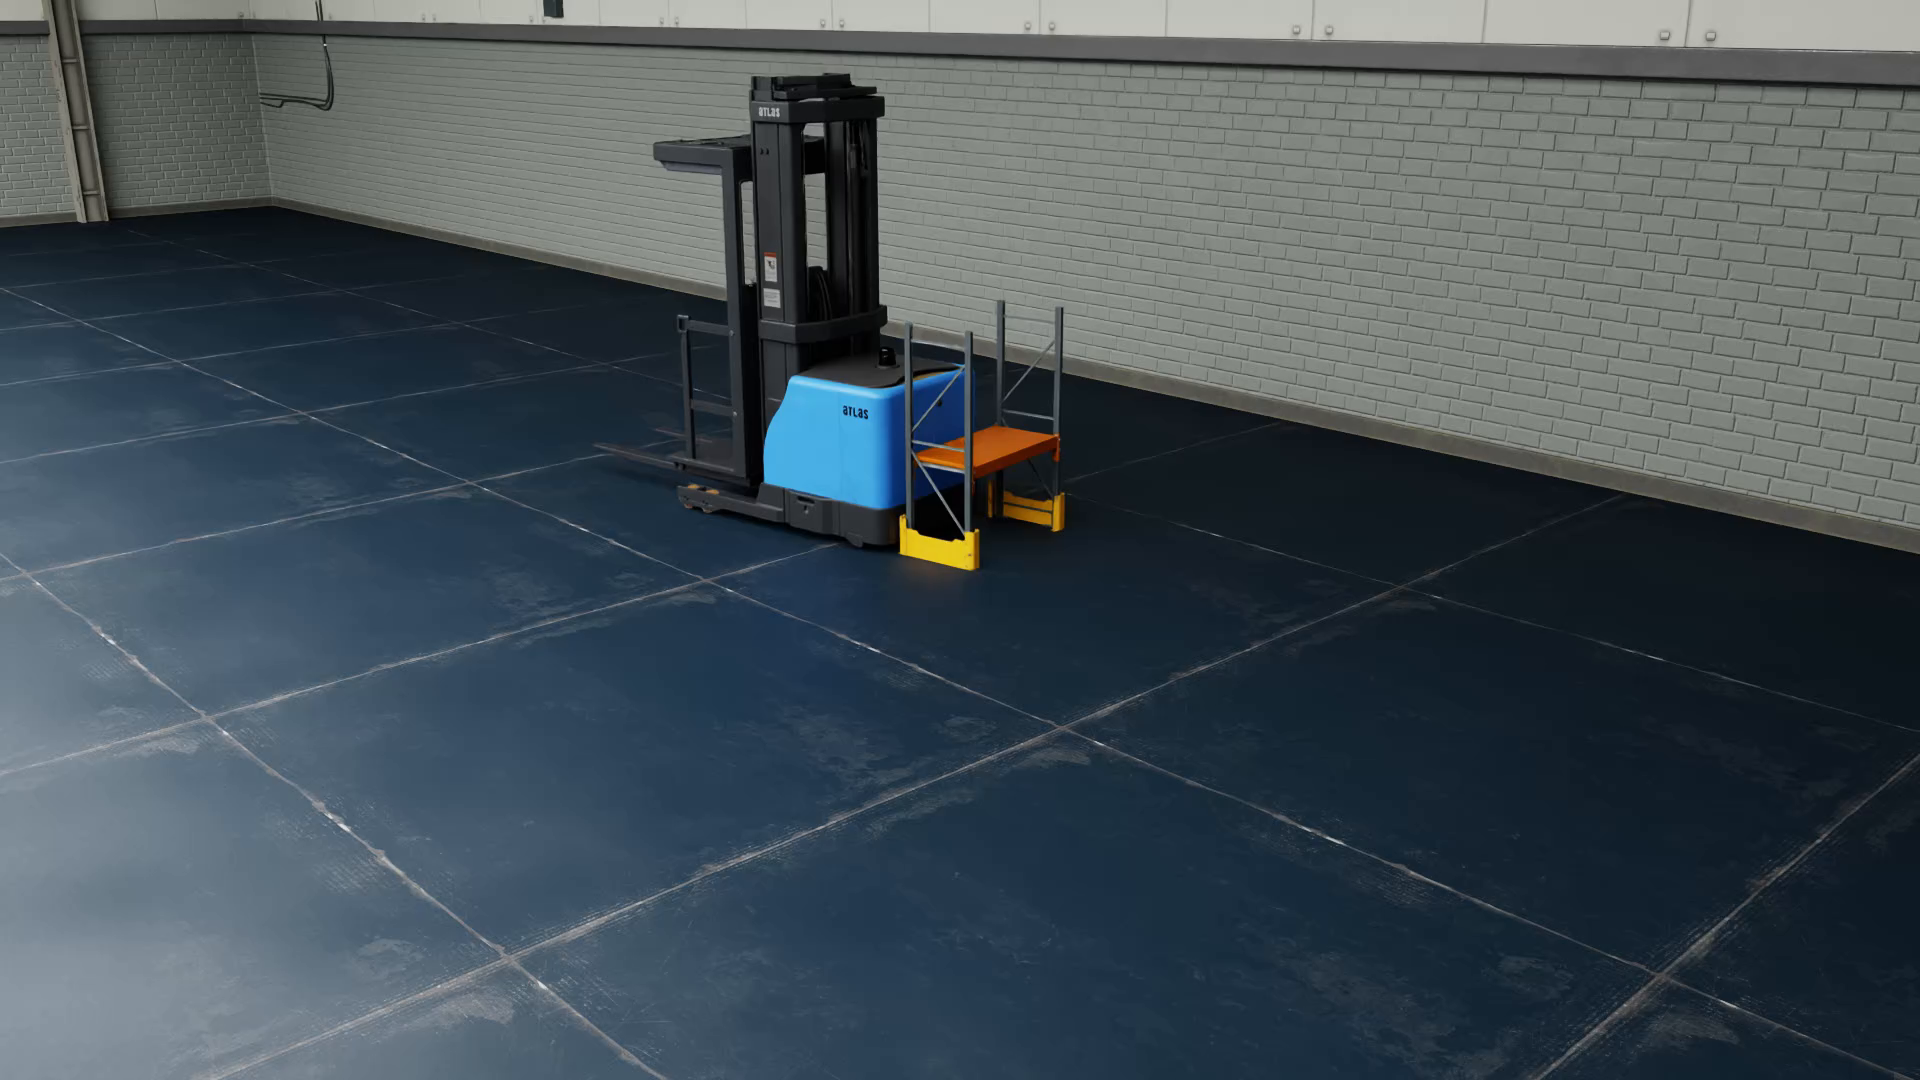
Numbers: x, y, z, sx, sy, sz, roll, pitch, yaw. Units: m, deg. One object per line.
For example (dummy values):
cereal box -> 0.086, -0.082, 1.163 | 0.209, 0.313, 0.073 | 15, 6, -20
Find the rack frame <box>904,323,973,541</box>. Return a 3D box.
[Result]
rack frame -> -0.132, -0.580, 10.342 | 0.500, 1.500, 0.032 | 12, 22, 34

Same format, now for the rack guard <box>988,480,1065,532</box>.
rack guard -> 0.448, -0.236, 11.307 | 0.587, 0.250, 0.087 | 12, 22, 34

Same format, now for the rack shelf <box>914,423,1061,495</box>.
rack shelf -> 0.163, -0.537, 10.791 | 0.538, 0.185, 1.000 | 12, 22, 34

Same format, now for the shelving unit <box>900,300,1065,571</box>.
shelving unit -> 0.158, -0.706, 10.729 | 0.587, 1.500, 1.083 | 12, 22, 34

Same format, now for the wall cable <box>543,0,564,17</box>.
wall cable -> -4.471, -9.261, 19.443 | 0.169, 6.003, 2.305 | -16, 24, -41

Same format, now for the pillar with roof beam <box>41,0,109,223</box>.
pillar with roof beam -> -11.074, -8.481, 22.552 | 0.400, 9.000, 9.100 | -16, 24, -41

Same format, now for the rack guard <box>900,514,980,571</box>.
rack guard -> -0.132, 0.014, 10.536 | 0.587, 0.250, 0.087 | 12, 22, 34

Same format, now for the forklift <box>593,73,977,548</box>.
forklift -> -1.357, -1.692, 11.450 | 3.031, 2.935, 1.130 | 13, 22, 36

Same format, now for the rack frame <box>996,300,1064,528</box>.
rack frame -> 0.459, -0.835, 11.129 | 0.500, 1.500, 0.032 | 12, 22, 34

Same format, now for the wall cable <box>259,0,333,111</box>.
wall cable -> -10.982, -8.297, 27.018 | 0.112, 2.526, 3.097 | -16, 24, -41
